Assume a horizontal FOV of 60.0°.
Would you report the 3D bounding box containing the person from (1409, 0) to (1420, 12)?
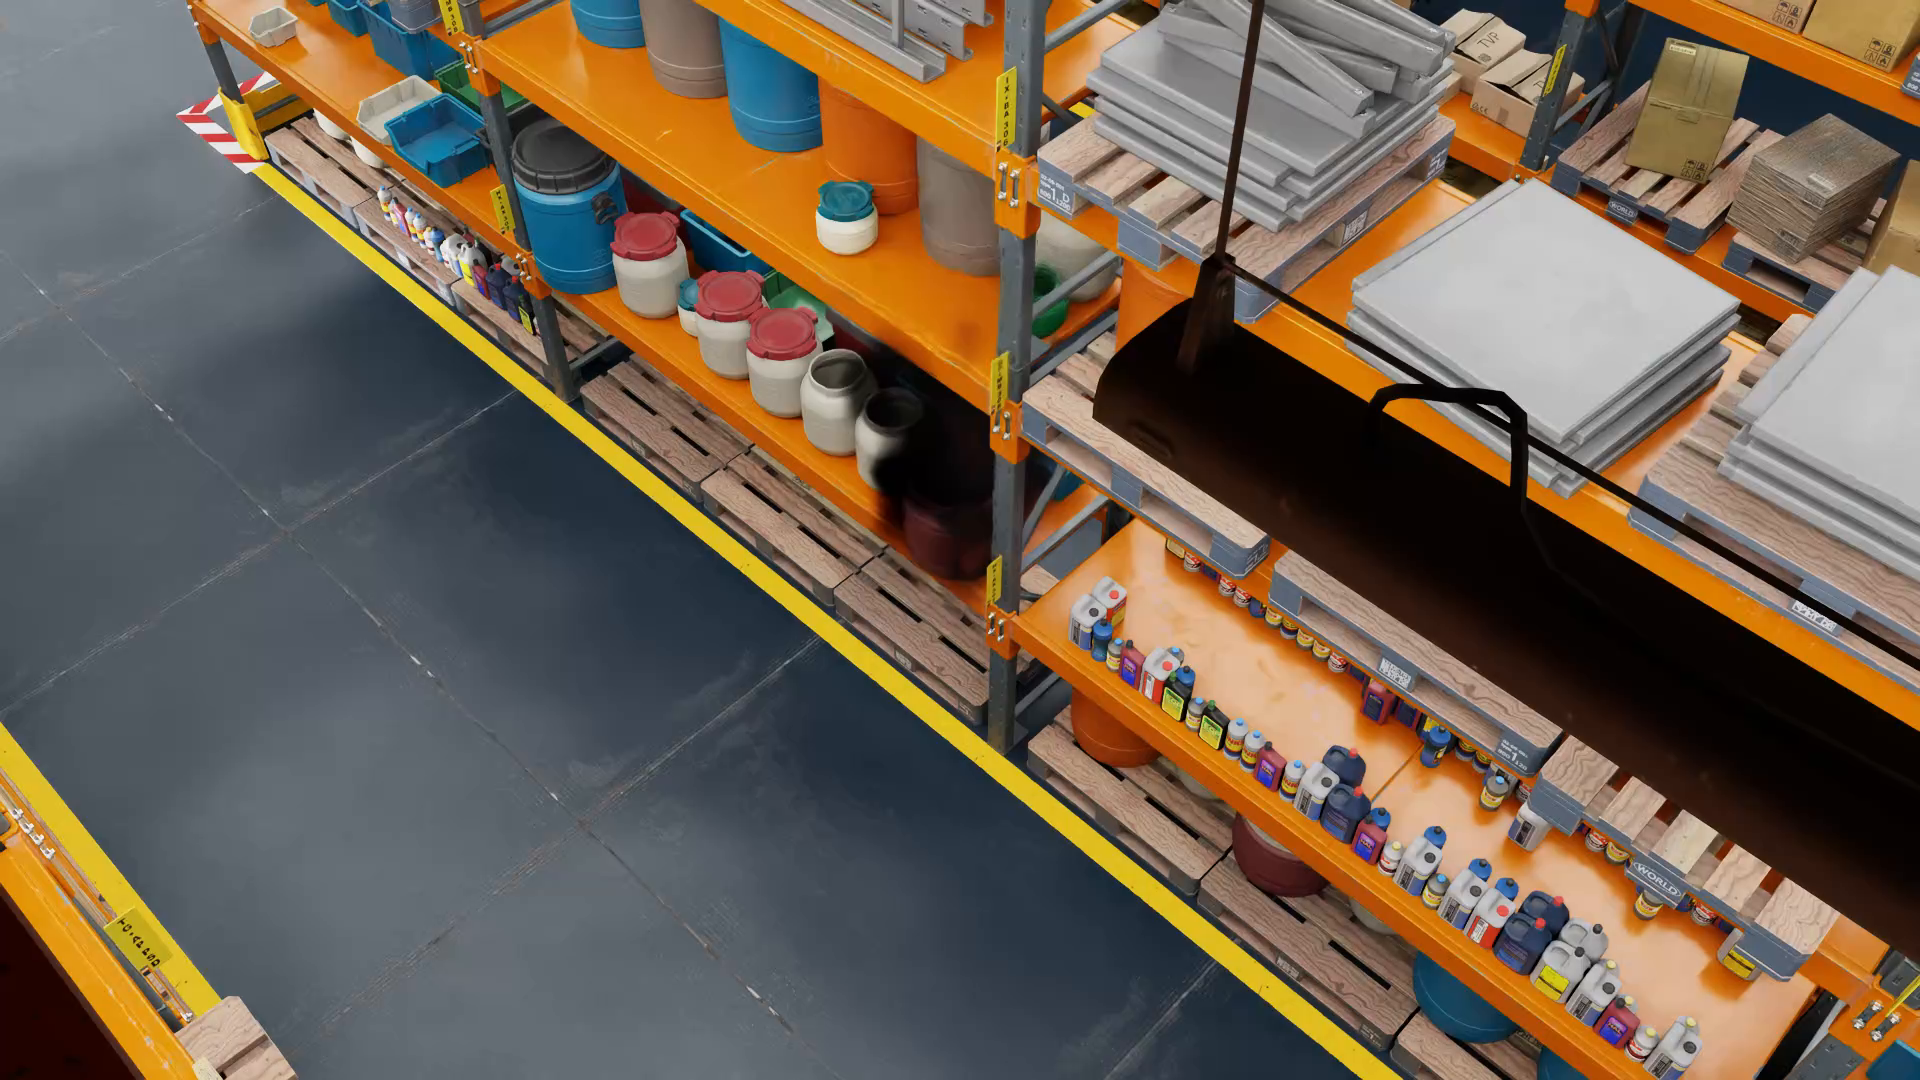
[{"bbox_3d":[3.709,-5.059,13.534,0.577,1.674,0.643,27,55,21],"label":"person"}]
